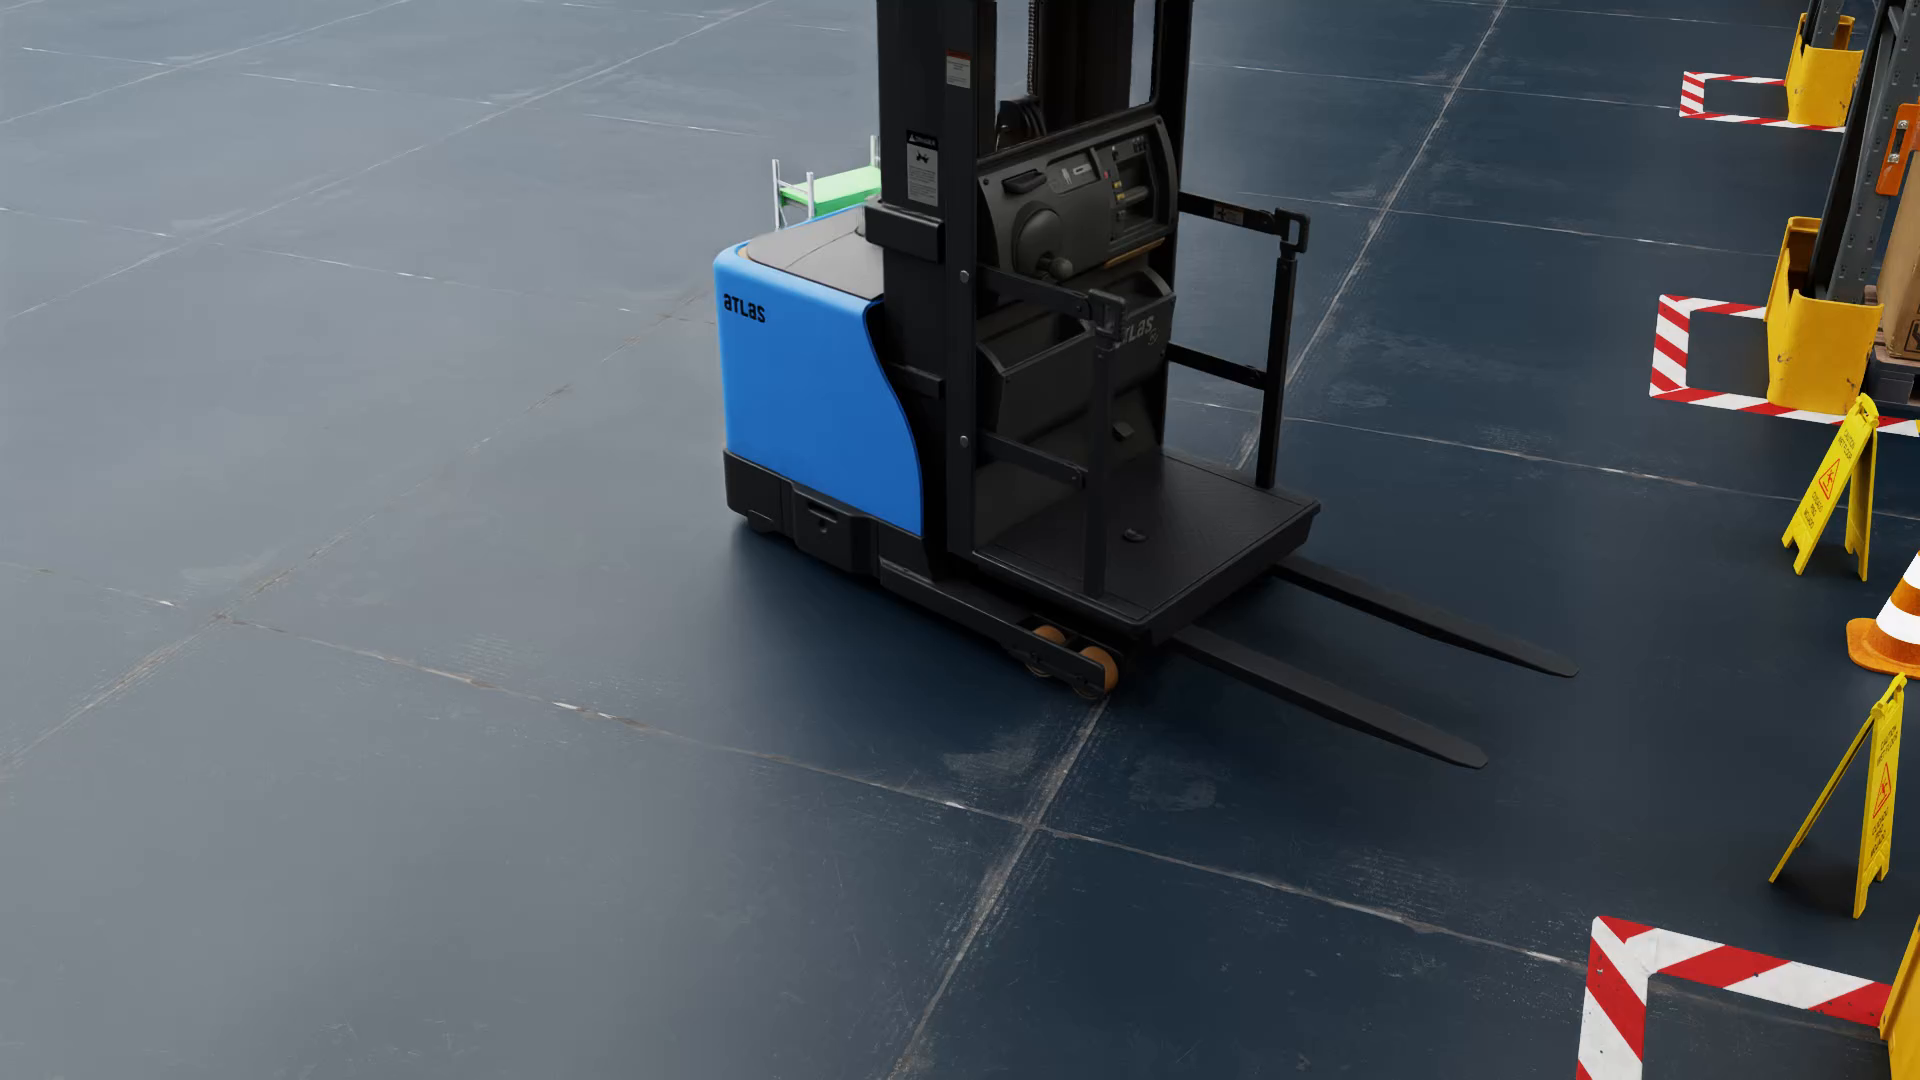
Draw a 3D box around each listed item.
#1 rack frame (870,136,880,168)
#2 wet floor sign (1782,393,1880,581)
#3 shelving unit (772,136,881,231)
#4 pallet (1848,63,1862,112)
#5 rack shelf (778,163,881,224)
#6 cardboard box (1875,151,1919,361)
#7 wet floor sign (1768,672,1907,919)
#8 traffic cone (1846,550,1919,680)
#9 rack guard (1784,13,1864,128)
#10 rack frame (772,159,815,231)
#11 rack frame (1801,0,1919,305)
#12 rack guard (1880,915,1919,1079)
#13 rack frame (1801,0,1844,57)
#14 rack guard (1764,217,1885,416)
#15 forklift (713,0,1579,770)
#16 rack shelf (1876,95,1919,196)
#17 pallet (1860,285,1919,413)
[{"bbox_3d":[-0.274,-1.060,6.905,0.015,1.200,0.240,-24,37,-36],"label":"rack frame"},{"bbox_3d":[3.174,-0.206,5.958,0.232,0.644,0.267,6,30,11],"label":"wet floor sign"},{"bbox_3d":[-0.456,-0.979,6.763,0.503,1.200,0.258,-24,37,-36],"label":"shelving unit"},{"bbox_3d":[6.714,-2.976,11.301,1.213,0.211,1.003,11,31,19],"label":"pallet"},{"bbox_3d":[-0.456,-1.342,6.558,0.480,0.148,0.258,-24,37,-36],"label":"rack shelf"},{"bbox_3d":[4.599,-1.290,7.217,0.875,0.875,0.875,11,31,19],"label":"cardboard box"},{"bbox_3d":[2.404,0.650,4.445,0.232,0.644,0.267,24,37,36],"label":"wet floor sign"},{"bbox_3d":[3.164,0.175,5.471,0.334,0.463,0.336,11,31,19],"label":"traffic cone"},{"bbox_3d":[5.974,-3.268,11.525,0.348,0.500,1.175,11,31,19],"label":"rack guard"},{"bbox_3d":[-0.637,-0.899,6.621,0.015,1.200,0.240,-24,37,-36],"label":"rack frame"},{"bbox_3d":[3.946,-2.128,6.966,0.127,3.000,1.000,11,31,19],"label":"rack frame"},{"bbox_3d":[2.249,1.250,3.530,0.348,0.500,1.175,11,31,19],"label":"rack guard"},{"bbox_3d":[5.904,-4.371,10.934,0.127,3.000,1.000,11,31,19],"label":"rack frame"},{"bbox_3d":[3.923,-1.044,7.589,0.348,0.500,1.175,11,31,19],"label":"rack guard"},{"bbox_3d":[0.546,-1.057,5.141,3.031,2.935,1.130,24,37,35],"label":"forklift"},{"bbox_3d":[5.799,-1.445,6.489,4.000,0.370,1.077,11,31,19],"label":"rack shelf"},{"bbox_3d":[4.716,-0.802,7.454,1.213,0.211,1.003,11,31,19],"label":"pallet"}]
